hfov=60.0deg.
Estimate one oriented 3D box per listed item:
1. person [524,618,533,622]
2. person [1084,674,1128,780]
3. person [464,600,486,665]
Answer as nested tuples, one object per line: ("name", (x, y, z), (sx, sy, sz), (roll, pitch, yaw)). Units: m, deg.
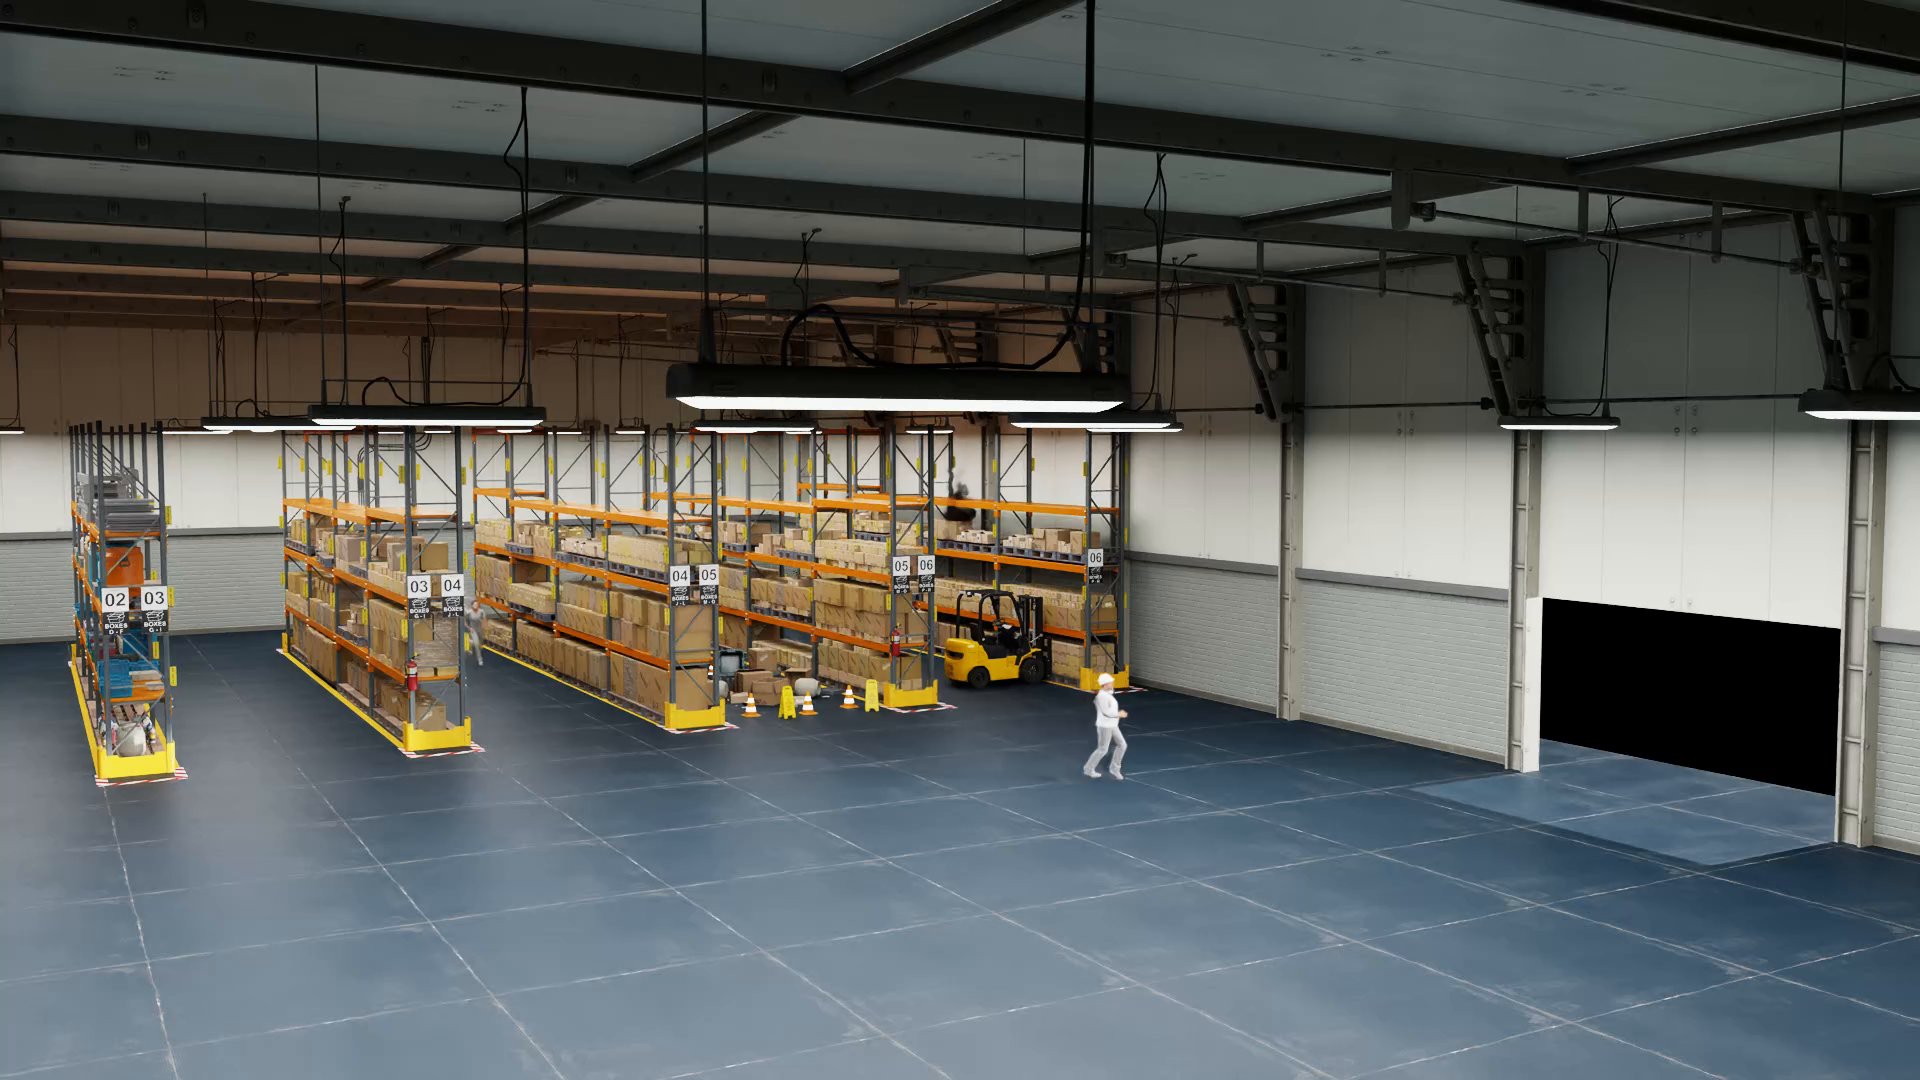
("person", (-12.516, 1.953, 48.496), (0.563, 1.549, 0.533), (-2, 4, -31))
("person", (2.438, 3.135, 27.750), (0.734, 1.822, 0.658), (1, 4, 15))
("person", (-12.296, 2.327, 42.119), (0.566, 1.658, 0.933), (-3, 4, -36))
